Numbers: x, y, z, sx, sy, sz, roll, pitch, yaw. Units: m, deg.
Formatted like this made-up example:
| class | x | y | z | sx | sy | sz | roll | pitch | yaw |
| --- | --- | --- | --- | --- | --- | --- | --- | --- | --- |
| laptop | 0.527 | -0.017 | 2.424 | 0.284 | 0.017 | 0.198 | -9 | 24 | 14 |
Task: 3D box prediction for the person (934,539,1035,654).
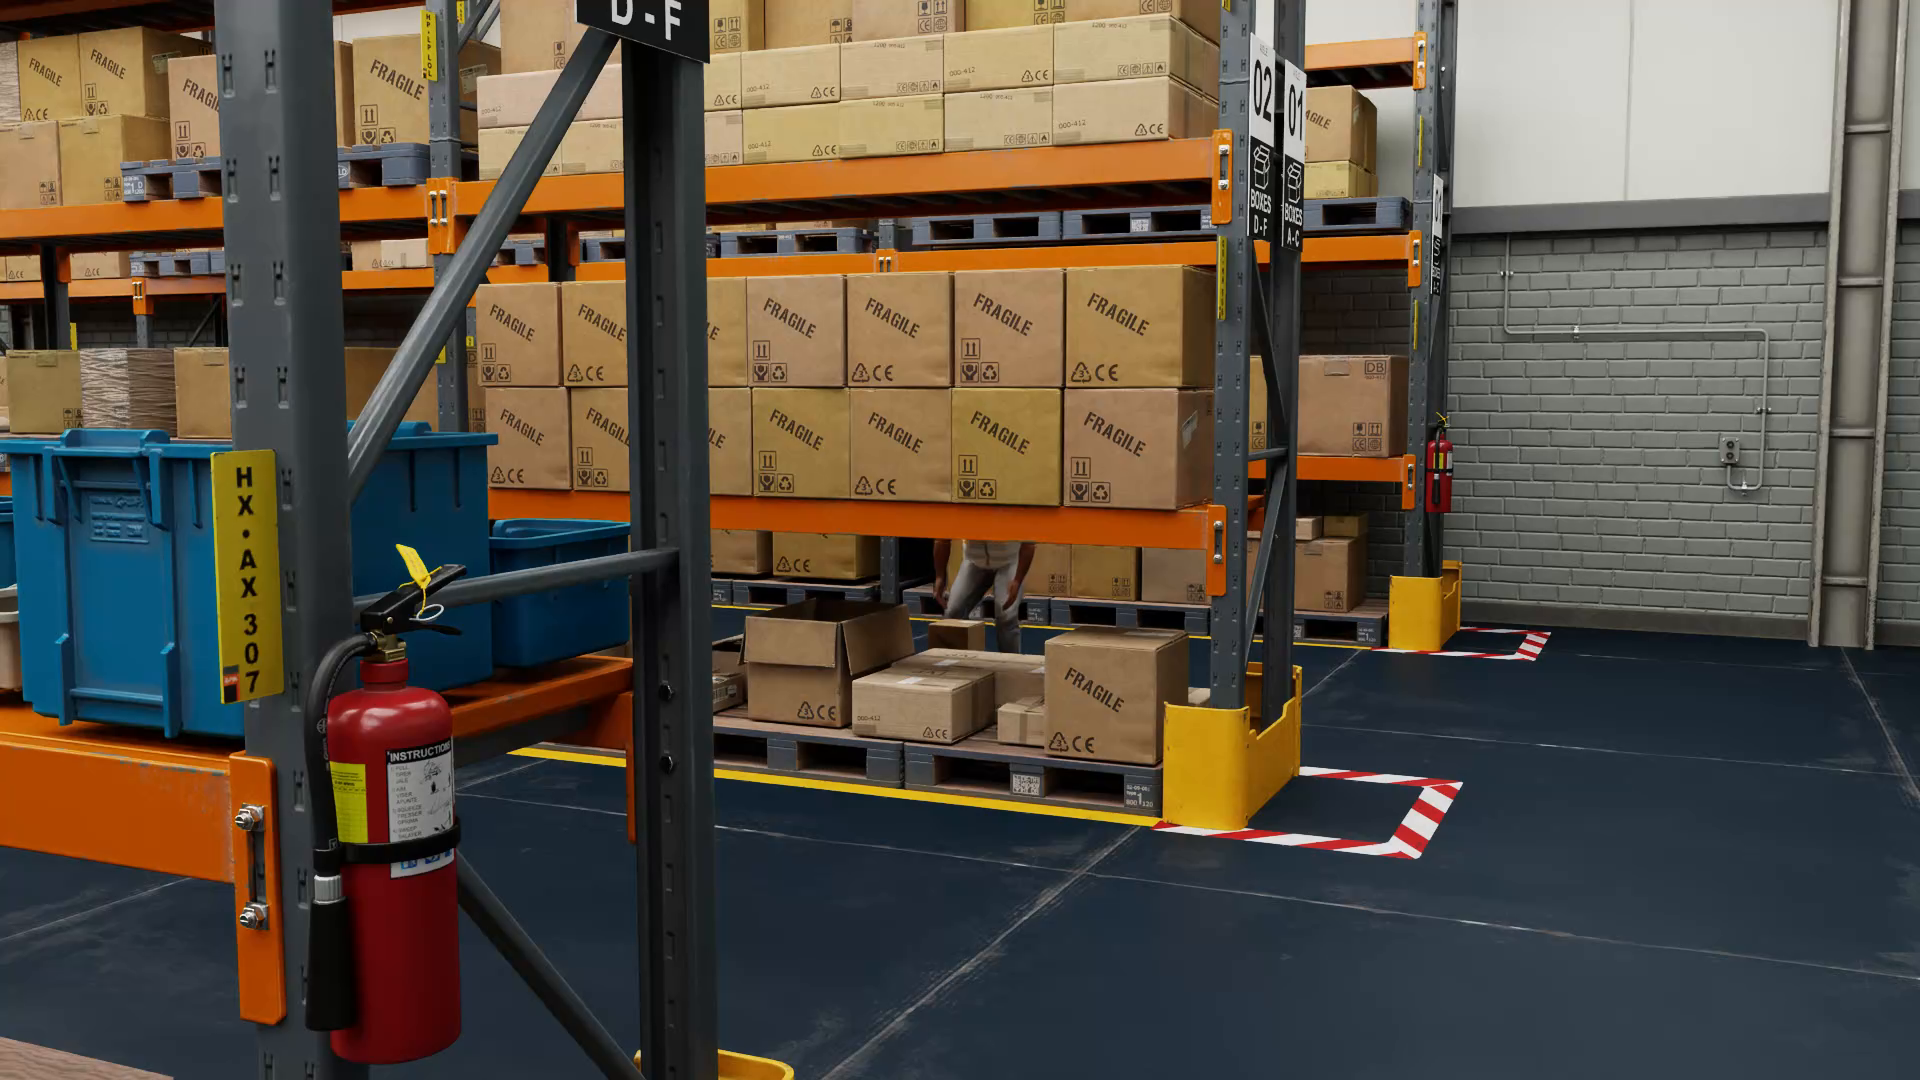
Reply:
| class | x | y | z | sx | sy | sz | roll | pitch | yaw |
| --- | --- | --- | --- | --- | --- | --- | --- | --- | --- |
| person | 0.180 | 0.177 | 9.849 | 0.631 | 1.429 | 0.746 | 2 | 6 | 24 |
